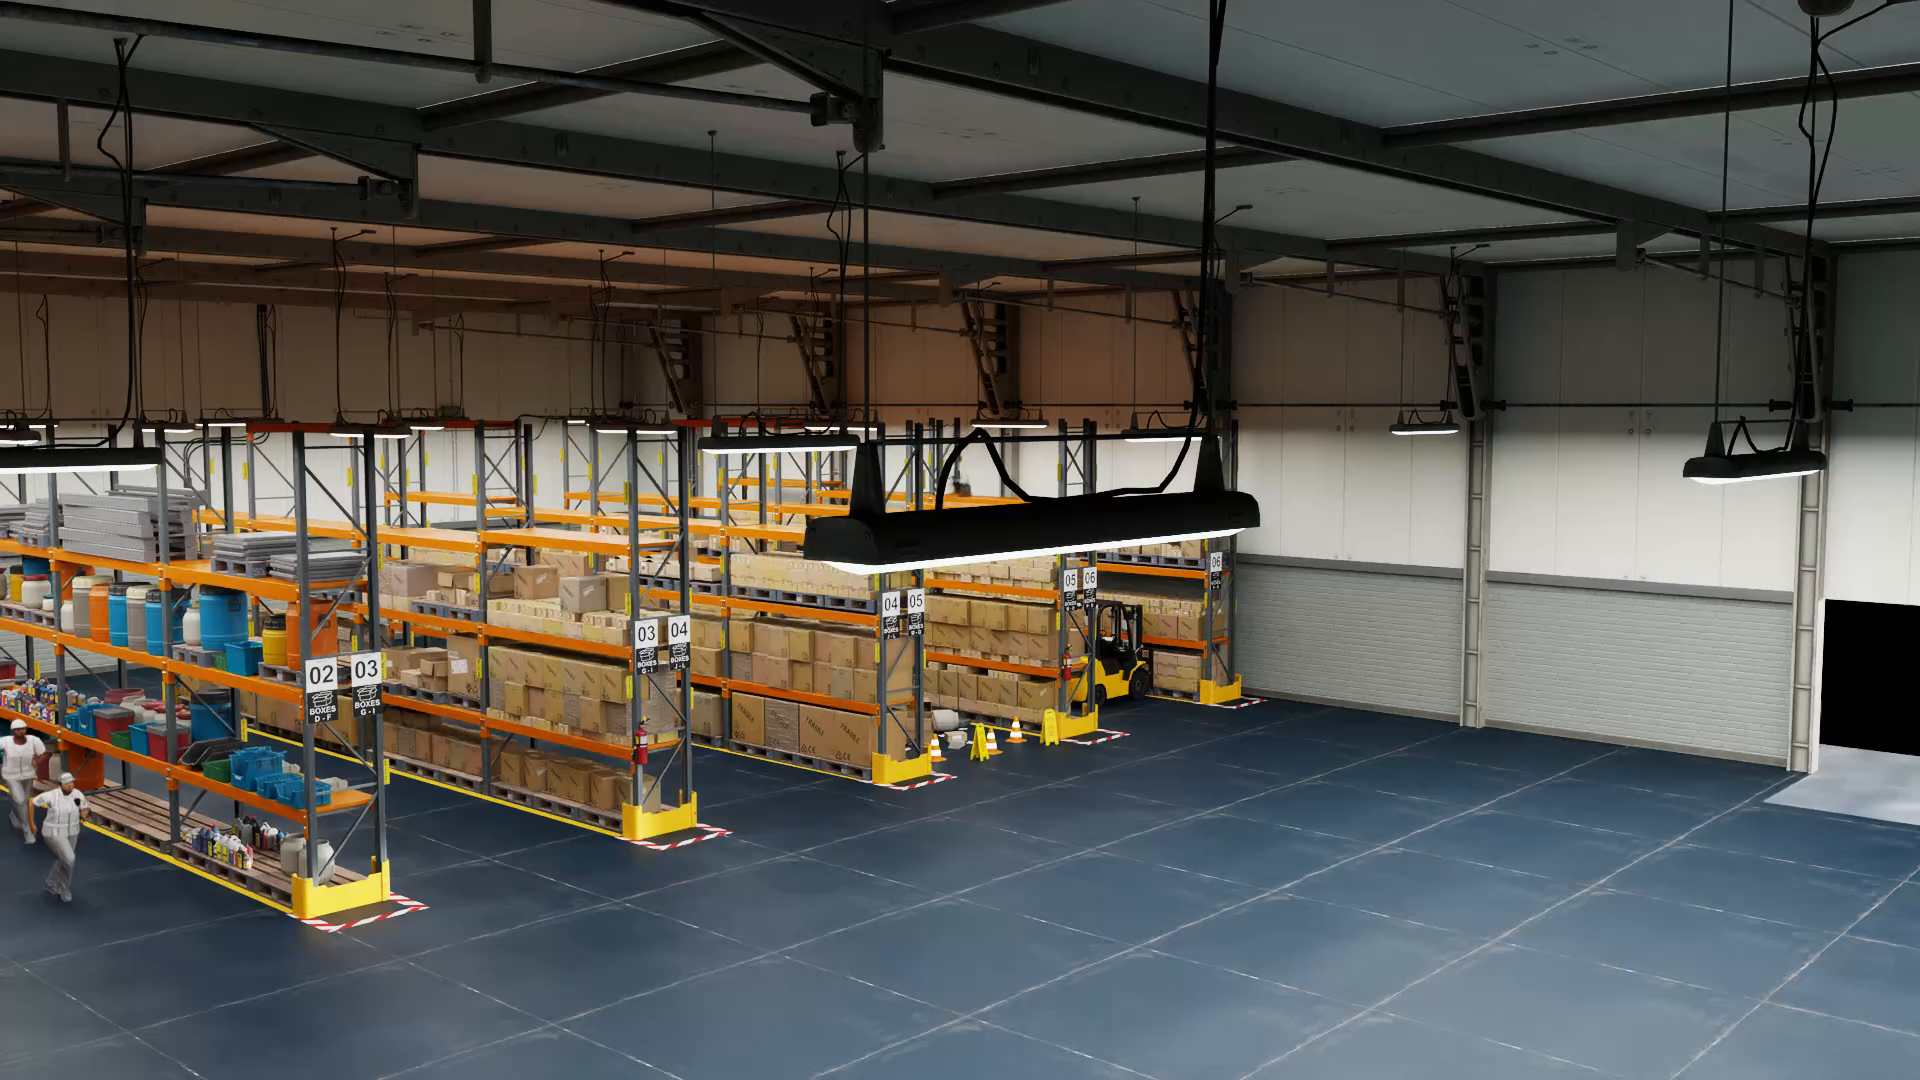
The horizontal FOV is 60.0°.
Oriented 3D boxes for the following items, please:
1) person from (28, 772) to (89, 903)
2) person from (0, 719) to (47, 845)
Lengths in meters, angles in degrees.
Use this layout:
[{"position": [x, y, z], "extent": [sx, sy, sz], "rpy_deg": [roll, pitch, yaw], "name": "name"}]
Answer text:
[{"position": [-11.451, 3.776, 21.186], "extent": [0.795, 1.662, 0.623], "rpy_deg": [3, 5, 30], "name": "person"}, {"position": [-13.698, 3.473, 24.219], "extent": [0.729, 1.782, 1.017], "rpy_deg": [-4, 6, -44], "name": "person"}]
